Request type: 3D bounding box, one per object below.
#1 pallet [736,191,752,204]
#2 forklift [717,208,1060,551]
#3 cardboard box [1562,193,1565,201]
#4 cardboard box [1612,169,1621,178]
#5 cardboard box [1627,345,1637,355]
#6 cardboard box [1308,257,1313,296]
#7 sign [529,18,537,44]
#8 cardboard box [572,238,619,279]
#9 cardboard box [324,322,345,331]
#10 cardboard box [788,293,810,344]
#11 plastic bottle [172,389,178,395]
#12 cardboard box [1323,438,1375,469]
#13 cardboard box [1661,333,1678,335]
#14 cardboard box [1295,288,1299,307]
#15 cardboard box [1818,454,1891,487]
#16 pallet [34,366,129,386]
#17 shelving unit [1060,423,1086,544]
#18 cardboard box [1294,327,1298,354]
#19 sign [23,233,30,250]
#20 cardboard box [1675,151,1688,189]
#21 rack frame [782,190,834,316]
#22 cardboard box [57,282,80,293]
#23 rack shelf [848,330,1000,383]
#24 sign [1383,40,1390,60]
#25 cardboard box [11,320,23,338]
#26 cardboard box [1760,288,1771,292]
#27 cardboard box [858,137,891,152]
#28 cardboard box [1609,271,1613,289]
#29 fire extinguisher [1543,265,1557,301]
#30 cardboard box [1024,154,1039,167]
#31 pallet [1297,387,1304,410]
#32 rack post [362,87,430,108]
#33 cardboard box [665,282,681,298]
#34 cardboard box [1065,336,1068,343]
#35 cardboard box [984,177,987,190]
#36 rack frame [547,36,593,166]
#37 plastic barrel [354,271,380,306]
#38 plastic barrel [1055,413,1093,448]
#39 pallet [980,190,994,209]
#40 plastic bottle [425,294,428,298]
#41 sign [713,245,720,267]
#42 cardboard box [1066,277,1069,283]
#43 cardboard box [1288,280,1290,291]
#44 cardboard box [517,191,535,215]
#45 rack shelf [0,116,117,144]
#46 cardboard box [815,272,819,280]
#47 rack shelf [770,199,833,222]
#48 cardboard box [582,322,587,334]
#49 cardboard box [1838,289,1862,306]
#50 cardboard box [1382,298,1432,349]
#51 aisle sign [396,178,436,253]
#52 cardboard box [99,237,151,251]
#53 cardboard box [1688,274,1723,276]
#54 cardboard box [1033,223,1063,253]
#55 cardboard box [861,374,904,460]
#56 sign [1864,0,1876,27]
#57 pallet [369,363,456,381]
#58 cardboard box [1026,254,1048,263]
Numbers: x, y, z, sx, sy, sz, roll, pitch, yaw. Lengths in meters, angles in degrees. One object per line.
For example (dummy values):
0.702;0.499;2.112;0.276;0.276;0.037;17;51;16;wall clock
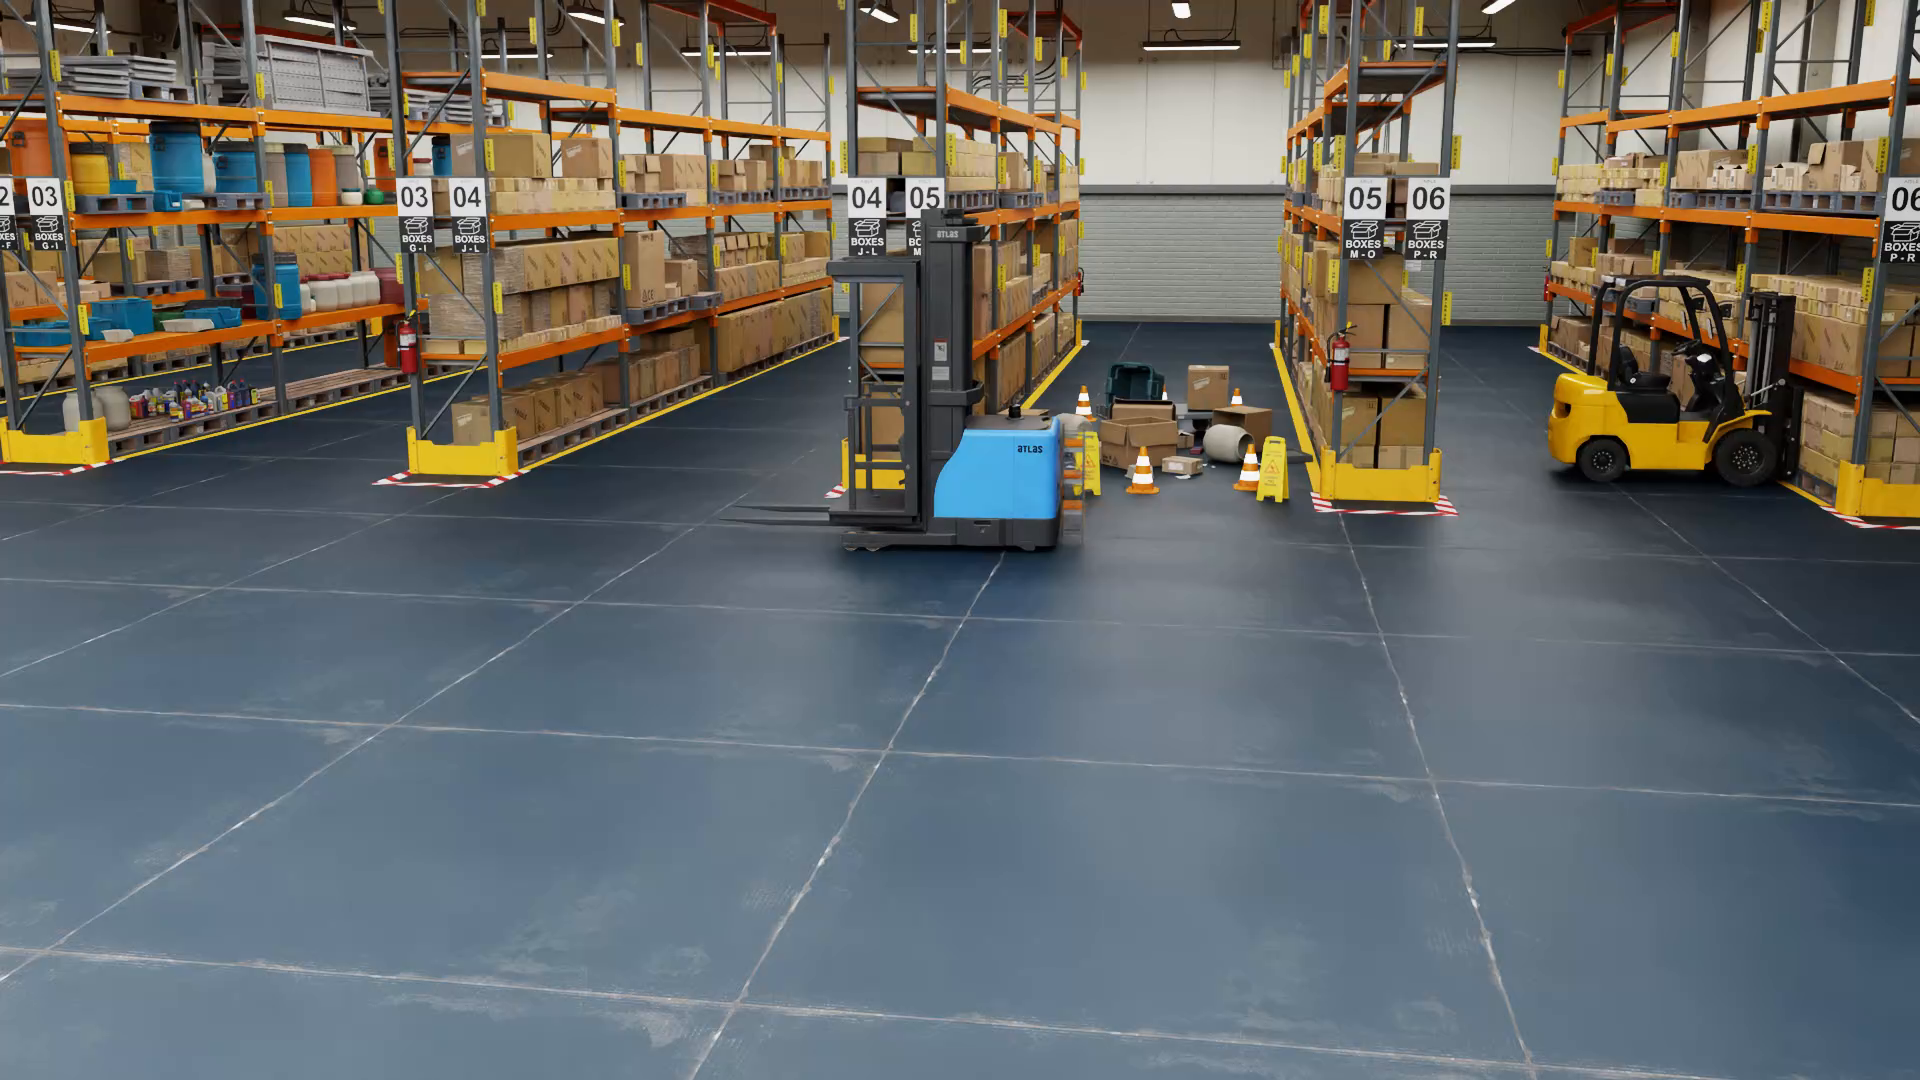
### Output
-4.079;-5.613;27.247;1.003;0.211;1.213;2;12;11;pallet
-0.628;-1.445;14.743;3.031;2.935;1.130;1;12;5;forklift
11.354;-6.339;30.764;0.380;0.149;0.250;2;12;10;cardboard box
10.473;-5.753;26.105;0.380;0.149;0.250;2;12;8;cardboard box
10.420;-2.680;25.247;0.500;0.500;0.500;2;12;11;cardboard box
4.966;-3.539;22.356;0.500;0.500;0.500;1;12;7;cardboard box
-5.459;-6.521;21.299;0.100;0.325;0.005;2;12;9;sign
-4.707;-3.618;21.345;0.500;0.500;0.500;2;12;9;cardboard box
-12.868;-4.410;33.820;0.500;0.250;0.500;2;12;9;cardboard box
-3.361;-4.192;31.370;0.875;0.875;0.875;2;12;9;cardboard box
-10.353;-1.854;21.907;0.097;0.271;0.097;0;12;0;plastic bottle
4.129;-0.927;17.705;0.500;0.250;0.500;2;12;8;cardboard box
11.020;-3.114;25.719;0.380;0.149;0.250;1;12;6;cardboard box
5.381;-3.696;25.381;0.500;0.250;0.500;2;12;10;cardboard box
8.932;-0.693;16.619;0.500;0.250;0.500;2;12;9;cardboard box
-14.248;-2.659;26.830;1.003;0.211;1.213;2;12;9;pallet
1.010;-0.505;14.844;0.215;1.050;0.252;1;12;4;shelving unit
6.315;-3.462;29.022;0.875;0.438;0.875;2;12;8;cardboard box
-17.825;-5.696;31.744;0.100;0.325;0.005;2;12;9;sign
10.050;-5.016;22.555;0.500;0.500;0.500;2;12;9;cardboard box
-3.065;-5.536;33.559;1.000;3.000;0.127;2;12;9;rack frame
-14.412;-3.969;26.500;0.500;0.311;0.500;2;12;8;cardboard box
-0.332;-2.088;19.269;1.077;0.370;4.000;2;12;9;rack shelf
6.035;-6.962;23.531;0.100;0.325;0.005;2;12;9;sign
-18.334;-4.199;31.465;0.750;0.750;0.750;2;12;9;cardboard box
9.440;-2.811;19.138;0.380;0.149;0.250;2;12;10;cardboard box
-0.923;-4.092;17.209;0.380;0.149;0.250;2;12;9;cardboard box
10.425;-4.085;26.149;0.396;0.266;0.258;2;12;11;cardboard box
11.199;-4.880;31.586;0.296;0.674;0.183;2;12;9;fire extinguisher
1.004;-5.761;25.429;0.396;0.266;0.258;2;12;9;cardboard box
5.376;-2.023;23.881;1.003;0.211;1.213;2;12;9;pallet
-9.118;-7.079;26.659;0.954;0.300;0.937;2;12;9;rack post
-4.285;-3.654;24.151;0.396;0.266;0.258;2;12;7;cardboard box
1.816;-3.777;31.169;0.380;0.149;0.250;2;12;10;cardboard box
0.119;-4.208;19.641;0.380;0.149;0.250;2;12;9;cardboard box
-7.959;-8.629;33.672;1.000;3.000;0.127;2;12;9;rack frame
-9.136;-3.864;25.539;0.421;0.512;0.421;0;12;0;plastic barrel
1.317;-1.311;20.070;0.421;0.421;0.512;-10;16;-40;plastic barrel
-0.161;-4.109;20.030;1.003;0.211;1.213;2;12;9;pallet
-8.743;-4.057;27.169;0.097;0.201;0.097;0;12;0;plastic bottle
-3.757;-4.382;25.646;0.100;0.325;0.005;2;12;9;sign
1.865;-4.943;31.406;0.380;0.149;0.250;1;12;6;cardboard box
5.931;-4.536;28.682;0.500;0.500;0.500;2;12;9;cardboard box
-5.123;-3.797;18.730;0.500;0.250;0.500;2;12;7;cardboard box
-14.390;-6.161;24.879;1.077;0.370;4.000;2;12;9;rack shelf
-2.950;-5.115;32.206;0.380;0.149;0.250;2;12;7;cardboard box
-3.372;-6.234;31.387;1.077;0.370;4.000;2;12;9;rack shelf
-4.895;-2.655;20.791;0.380;0.149;0.250;2;12;9;cardboard box
9.040;-2.424;16.639;0.380;0.149;0.250;2;12;10;cardboard box
4.690;-2.276;17.490;0.500;0.500;0.500;2;12;10;cardboard box
-5.831;-3.473;17.816;0.394;0.787;0.004;2;12;9;aisle sign
-17.816;-6.057;35.268;0.980;0.700;0.700;2;12;11;cardboard box
9.972;-3.480;22.245;0.380;0.149;0.250;2;12;9;cardboard box
1.516;-5.290;29.104;0.500;0.500;0.500;2;12;10;cardboard box
-0.601;-1.333;18.106;0.875;0.875;0.875;2;12;9;cardboard box
10.332;-6.000;18.882;0.100;0.325;0.005;2;12;9;sign
-9.109;-2.833;27.638;1.003;0.211;1.213;2;12;9;pallet
1.296;-4.749;28.095;0.380;0.149;0.250;2;12;7;cardboard box
